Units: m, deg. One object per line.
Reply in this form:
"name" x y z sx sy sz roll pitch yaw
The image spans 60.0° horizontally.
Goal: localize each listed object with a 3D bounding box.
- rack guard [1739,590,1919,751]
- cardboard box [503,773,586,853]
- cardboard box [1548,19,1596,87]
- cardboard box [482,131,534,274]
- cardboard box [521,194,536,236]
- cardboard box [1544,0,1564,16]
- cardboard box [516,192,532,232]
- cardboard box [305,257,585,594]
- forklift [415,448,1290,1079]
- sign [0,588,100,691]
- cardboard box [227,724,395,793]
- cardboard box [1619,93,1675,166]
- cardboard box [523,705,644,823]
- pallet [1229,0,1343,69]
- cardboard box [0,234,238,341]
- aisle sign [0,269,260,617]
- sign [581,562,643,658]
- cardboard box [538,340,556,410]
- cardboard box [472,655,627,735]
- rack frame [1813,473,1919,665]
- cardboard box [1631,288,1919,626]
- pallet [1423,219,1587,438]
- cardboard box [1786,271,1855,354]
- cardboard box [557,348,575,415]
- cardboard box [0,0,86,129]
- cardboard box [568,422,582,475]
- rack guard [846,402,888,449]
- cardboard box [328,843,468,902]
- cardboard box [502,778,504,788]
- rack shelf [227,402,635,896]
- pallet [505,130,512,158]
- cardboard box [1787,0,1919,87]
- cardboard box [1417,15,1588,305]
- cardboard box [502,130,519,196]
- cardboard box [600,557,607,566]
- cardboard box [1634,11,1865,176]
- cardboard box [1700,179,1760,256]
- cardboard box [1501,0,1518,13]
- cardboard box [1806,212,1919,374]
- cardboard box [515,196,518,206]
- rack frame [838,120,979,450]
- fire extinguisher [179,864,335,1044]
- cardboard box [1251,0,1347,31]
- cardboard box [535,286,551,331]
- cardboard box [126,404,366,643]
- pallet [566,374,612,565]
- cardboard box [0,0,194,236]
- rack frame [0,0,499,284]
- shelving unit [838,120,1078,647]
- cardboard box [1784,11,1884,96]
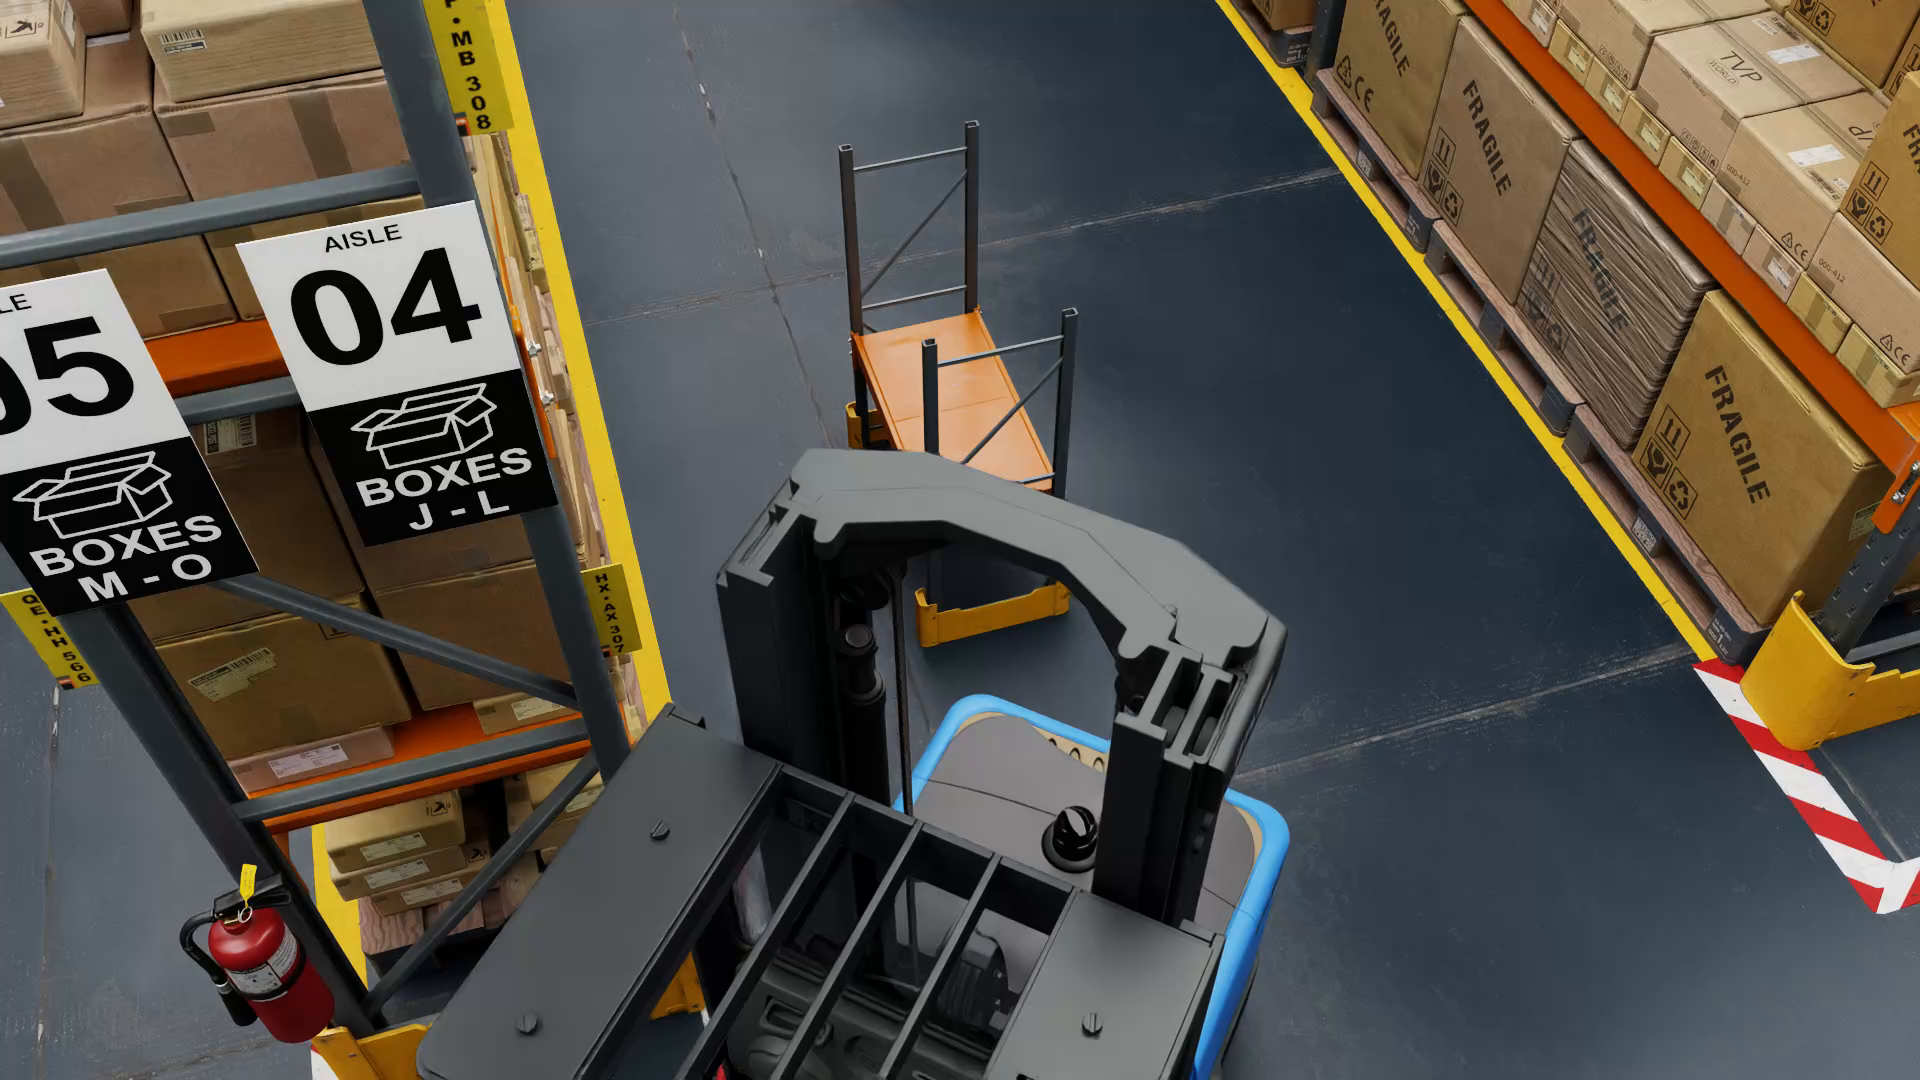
"rack guard" 3.445 0.345 5.922 1.175 0.500 0.348 -13 51 -11
"cardboard box" -1.240 0.816 5.285 0.380 0.149 0.250 -11 51 -9
"cardboard box" 2.487 -1.890 6.335 0.380 0.149 0.250 -15 51 -12
"cardboard box" -1.497 -1.021 4.525 0.500 0.500 0.500 -14 51 -12
"cardboard box" -2.071 -1.359 7.314 0.380 0.149 0.250 -13 51 -11
"cardboard box" 2.445 -2.304 6.423 0.500 0.250 0.500 -12 51 -10
"cardboard box" -2.024 -1.312 7.079 0.380 0.149 0.250 -16 52 -13
"cardboard box" -1.209 -0.269 3.891 0.500 0.500 0.500 -14 51 -11
"forklift" -0.182 1.346 3.488 1.130 2.935 3.031 20 53 16
"sign" -1.866 0.205 3.441 0.100 0.325 0.005 -13 51 -11
"cardboard box" -1.696 0.476 4.341 0.380 0.149 0.250 -13 51 -11
"cardboard box" 2.638 -1.518 6.022 0.380 0.149 0.250 -13 51 -11
"cardboard box" -1.160 0.701 5.187 0.380 0.149 0.250 -15 52 -13
"pallet" 1.955 -3.048 8.971 1.003 0.211 1.213 -13 51 -11
"cardboard box" -1.717 -0.622 3.238 0.500 0.250 0.500 -14 51 -12
"aisle sign" -1.595 -0.148 3.002 0.394 0.787 0.004 -13 51 -11
"sign" -0.812 0.167 3.870 0.100 0.325 0.005 -13 51 -11
"cardboard box" -1.381 -0.334 4.600 0.500 0.500 0.500 -13 51 -11
"cardboard box" -1.113 0.339 4.456 0.380 0.149 0.250 -14 51 -11
"rack frame" 3.438 -0.478 4.981 1.000 3.000 0.127 -13 51 -11
"cardboard box" 3.172 -0.378 6.012 0.875 0.875 0.875 -13 51 -11
"pallet" 2.770 -1.035 7.275 1.003 0.211 1.213 -13 51 -11
"cardboard box" 2.940 -0.773 5.393 0.380 0.149 0.250 -13 51 -11
"cardboard box" -1.765 -0.603 6.676 0.380 0.149 0.250 -13 51 -11
"cardboard box" -1.709 -0.815 2.814 0.380 0.149 0.250 -14 51 -11
"cardboard box" -1.568 -0.255 5.994 0.380 0.149 0.250 -13 51 -10
"rack guard" -0.170 -0.500 6.798 0.587 0.250 0.087 -13 51 -11
"cardboard box" -1.759 0.936 5.184 0.380 0.149 0.250 -15 51 -12
"cardboard box" -1.335 0.725 5.557 0.380 0.149 0.250 -13 51 -11
"rack shelf" -1.921 -0.660 5.604 1.077 0.370 4.000 -13 51 -11
"pallet" -2.744 -2.022 8.106 1.003 0.211 1.213 -13 51 -11
"cardboard box" 3.247 -1.922 5.611 0.500 0.500 0.500 -15 51 -12
"cardboard box" 2.640 -1.693 7.120 0.875 0.875 0.875 -13 51 -11
"cardboard box" -1.802 -1.448 5.538 0.500 0.500 0.500 -14 51 -11
"cardboard box" -1.396 0.233 5.777 0.380 0.149 0.250 -12 51 -10
"cardboard box" 2.741 -1.562 5.798 0.500 0.250 0.500 -15 51 -12
"cardboard box" 2.793 -1.140 5.703 0.380 0.149 0.250 -13 51 -10
"cardboard box" 2.336 -2.265 6.652 0.380 0.149 0.250 -14 51 -11
"cardboard box" 3.041 -0.820 5.173 0.500 0.250 0.500 -14 51 -12
"cardboard box" -2.045 -1.382 6.944 0.380 0.149 0.250 -13 51 -11
"rack frame" -0.176 -0.917 6.332 0.500 1.500 0.032 -13 51 -11
"fire extinguisher" -1.696 1.003 4.027 0.296 0.674 0.183 -13 51 -11
"cardboard box" 2.047 -3.313 8.486 1.225 0.875 0.875 -13 51 -11
"cardboard box" -1.794 -0.818 6.468 0.380 0.149 0.250 -16 52 -13
"cardboard box" -1.703 -0.159 3.798 0.500 0.500 0.500 -14 51 -12
"pallet" -1.916 -0.078 6.468 1.003 0.211 1.213 -13 51 -11
"cardboard box" -1.709 -0.789 3.052 0.500 0.250 0.500 -15 51 -12
"rack frame" -1.330 -1.364 1.804 1.000 3.000 0.127 -13 51 -11
"shelving unit" -0.023 -0.539 6.013 0.587 1.500 1.083 -13 51 -11
"cardboard box" 3.249 -1.684 5.901 0.500 0.250 0.500 -15 51 -12
